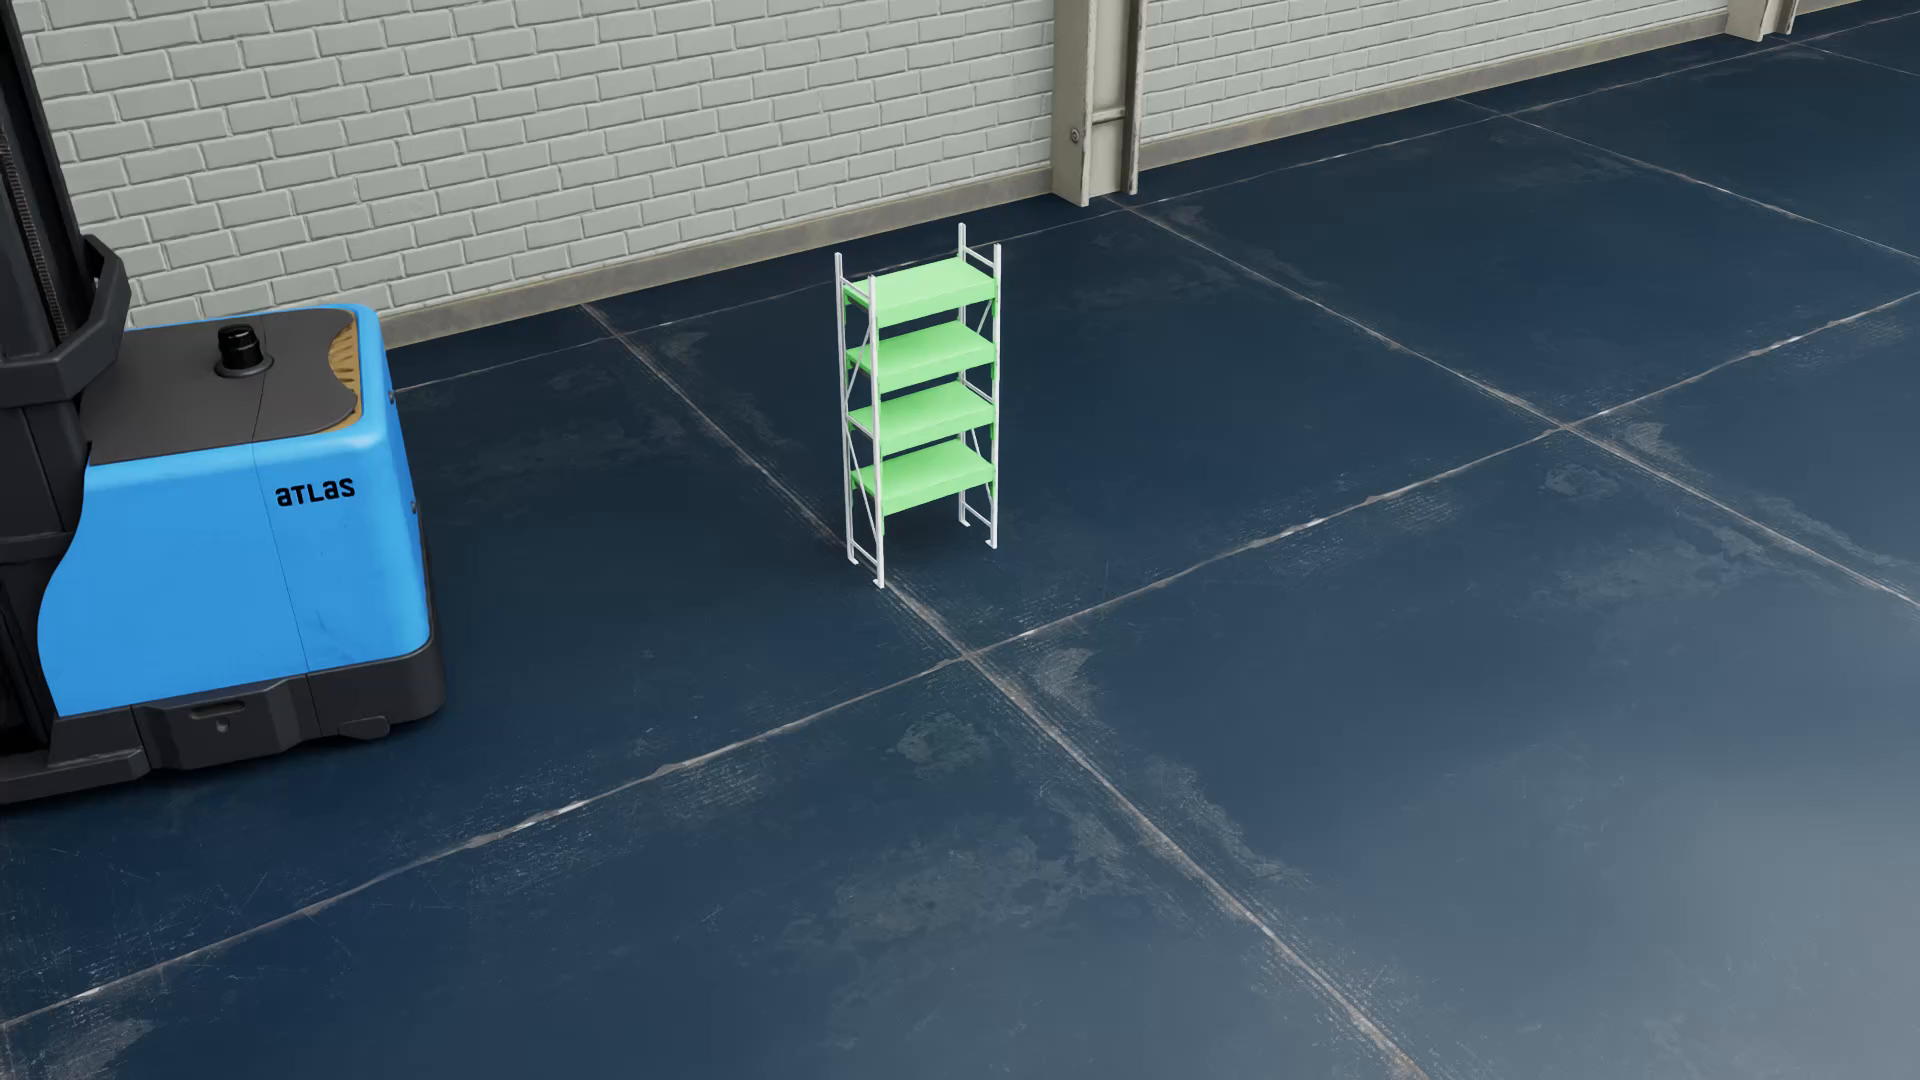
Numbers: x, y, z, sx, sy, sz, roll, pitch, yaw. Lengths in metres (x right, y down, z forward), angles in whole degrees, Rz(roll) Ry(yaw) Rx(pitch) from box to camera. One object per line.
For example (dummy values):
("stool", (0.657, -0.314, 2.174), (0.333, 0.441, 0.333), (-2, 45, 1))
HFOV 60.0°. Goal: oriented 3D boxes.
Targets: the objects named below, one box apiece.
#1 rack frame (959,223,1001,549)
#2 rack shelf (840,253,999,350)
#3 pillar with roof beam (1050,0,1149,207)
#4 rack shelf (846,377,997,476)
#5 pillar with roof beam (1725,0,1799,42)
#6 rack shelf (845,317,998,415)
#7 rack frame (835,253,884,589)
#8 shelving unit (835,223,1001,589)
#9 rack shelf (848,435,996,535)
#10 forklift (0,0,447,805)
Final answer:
("rack frame", (0.066, -0.530, 5.966), (0.015, 1.200, 0.240), (-19, 37, -27))
("rack shelf", (-0.139, -0.812, 5.632), (0.480, 0.148, 0.258), (-19, 37, -27))
("pillar with roof beam", (3.081, -3.835, 3.895), (0.400, 9.000, 9.100), (-19, 37, -27))
("rack shelf", (-0.139, -0.406, 5.888), (0.480, 0.148, 0.258), (-19, 37, -27))
("pillar with roof beam", (8.124, -5.570, 6.645), (0.400, 9.000, 9.100), (-19, 37, -27))
("rack shelf", (-0.139, -0.609, 5.760), (0.480, 0.148, 0.258), (-19, 37, -27))
("rack frame", (-0.344, -0.389, 5.742), (0.015, 1.200, 0.240), (-19, 37, -27))
("shelving unit", (-0.139, -0.460, 5.854), (0.503, 1.200, 0.258), (-19, 37, -27))
("rack shelf", (-0.139, -0.203, 6.016), (0.480, 0.148, 0.258), (-19, 37, -27))
("forklift", (-3.216, -0.642, 4.521), (3.031, 2.935, 1.130), (-10, 34, -15))
